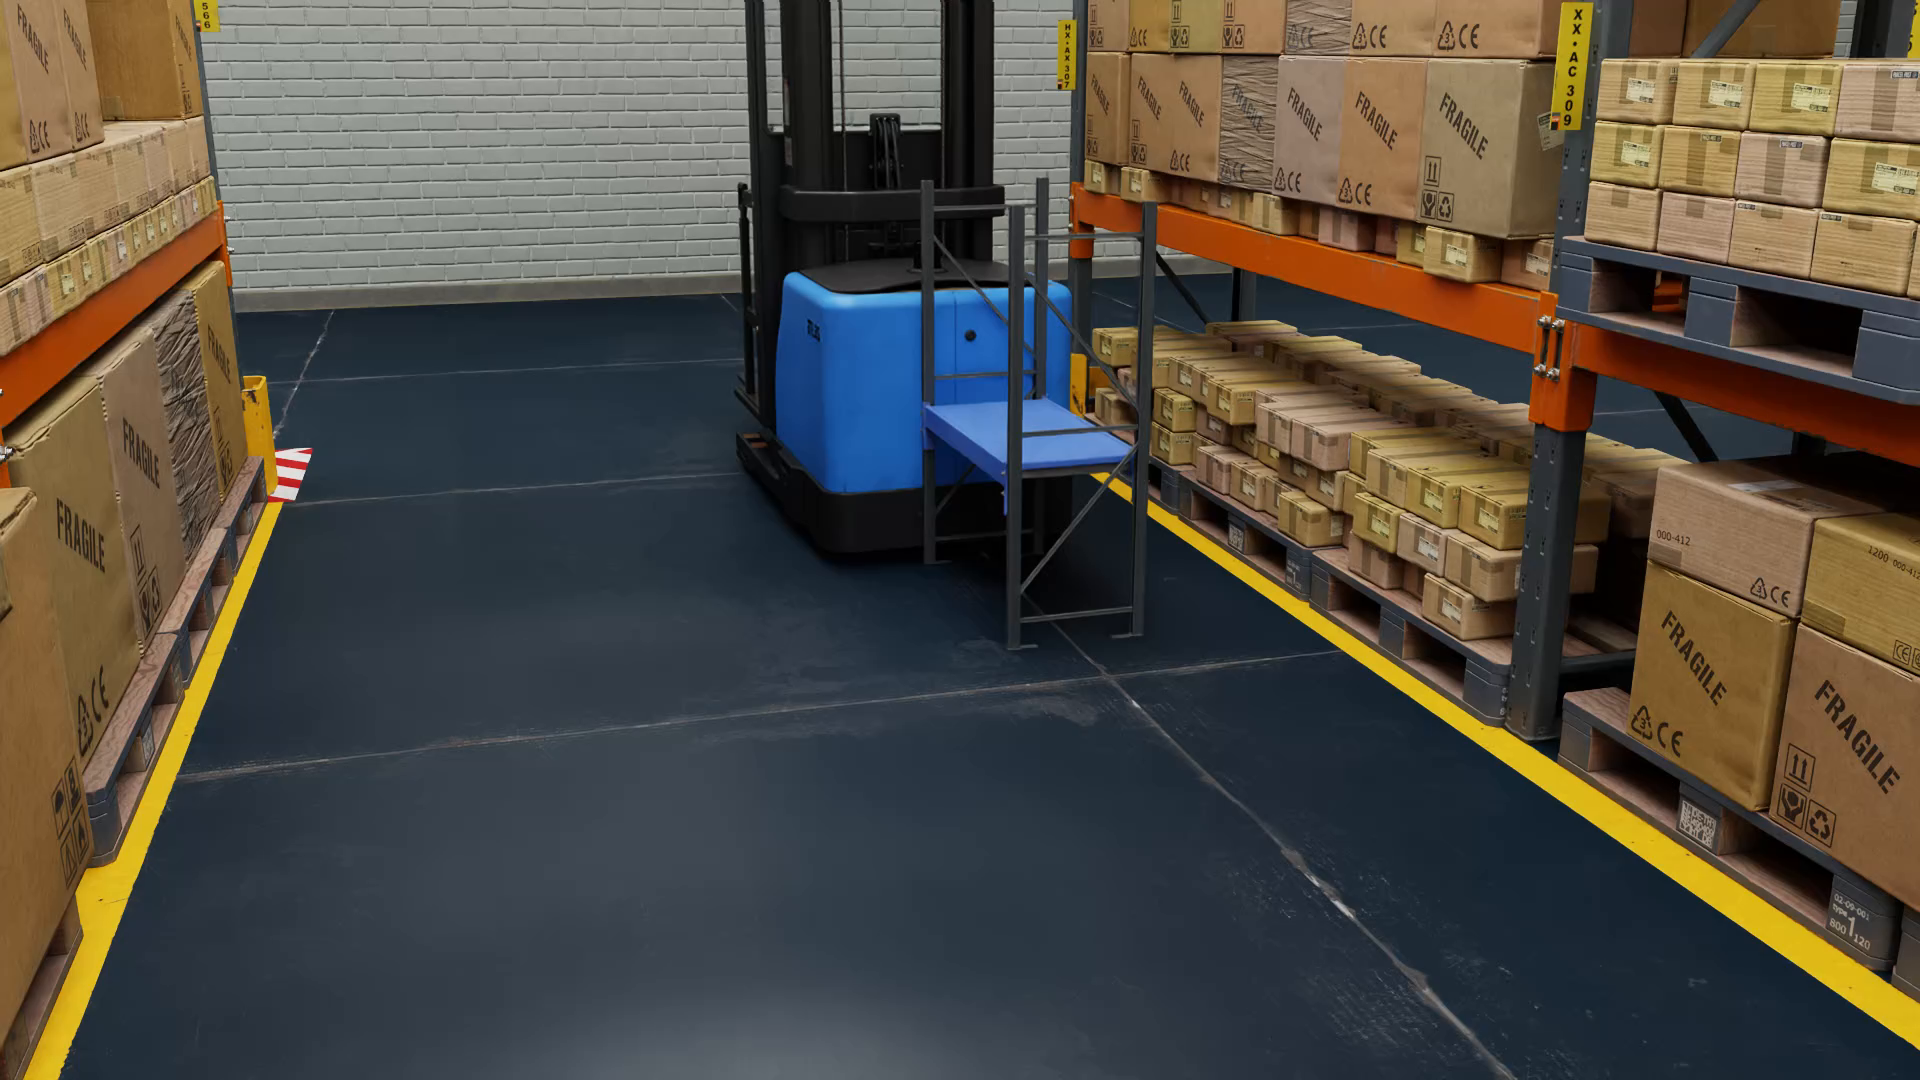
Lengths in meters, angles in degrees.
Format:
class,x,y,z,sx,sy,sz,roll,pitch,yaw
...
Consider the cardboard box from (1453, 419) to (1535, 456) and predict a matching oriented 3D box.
class,x,y,z,sx,sy,sz,roll,pitch,yaw
cardboard box,2.021,-0.336,6.047,0.380,0.149,0.250,-5,17,-17

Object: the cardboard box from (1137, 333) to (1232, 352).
class,x,y,z,sx,sy,sz,roll,pitch,yaw
cardboard box,1.055,-0.875,7.841,0.380,0.149,0.250,-4,17,-14

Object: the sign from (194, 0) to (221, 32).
class,x,y,z,sx,sy,sz,roll,pitch,yaw
sign,-3.225,-2.335,7.088,0.100,0.325,0.005,-5,17,-15

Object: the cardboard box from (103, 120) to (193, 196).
class,x,y,z,sx,sy,sz,roll,pitch,yaw
cardboard box,-3.224,-1.446,6.294,0.500,0.250,0.500,-5,17,-16

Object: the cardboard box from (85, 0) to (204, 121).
class,x,y,z,sx,sy,sz,roll,pitch,yaw
cardboard box,-3.364,-1.944,6.650,0.500,0.500,0.500,-4,17,-15

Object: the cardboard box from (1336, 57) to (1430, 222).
class,x,y,z,sx,sy,sz,roll,pitch,yaw
cardboard box,1.599,-1.332,5.480,0.500,0.500,0.500,-5,17,-17

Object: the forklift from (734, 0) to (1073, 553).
class,x,y,z,sx,sy,sz,roll,pitch,yaw
forklift,-0.464,-1.737,7.640,1.130,2.935,3.031,-5,17,-17

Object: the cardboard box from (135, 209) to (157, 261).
class,x,y,z,sx,sy,sz,roll,pitch,yaw
cardboard box,-2.916,-1.013,5.546,0.380,0.149,0.250,-4,17,-14

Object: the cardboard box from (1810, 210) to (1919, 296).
class,x,y,z,sx,sy,sz,roll,pitch,yaw
cardboard box,2.026,-0.606,3.464,0.380,0.149,0.250,-5,17,-15

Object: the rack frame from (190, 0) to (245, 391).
class,x,y,z,sx,sy,sz,roll,pitch,yaw
rack frame,-3.751,-1.628,7.159,1.000,3.000,0.127,-5,17,-15

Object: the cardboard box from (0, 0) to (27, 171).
class,x,y,z,sx,sy,sz,roll,pitch,yaw
cardboard box,-2.537,-1.104,3.855,0.500,0.500,0.500,-5,17,-15

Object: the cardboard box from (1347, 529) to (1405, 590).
class,x,y,z,sx,sy,sz,roll,pitch,yaw
cardboard box,1.584,0.050,5.797,0.380,0.149,0.250,-5,18,-17

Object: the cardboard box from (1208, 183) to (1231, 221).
class,x,y,z,sx,sy,sz,roll,pitch,yaw
cardboard box,1.247,-1.403,6.844,0.380,0.149,0.250,-5,17,-16

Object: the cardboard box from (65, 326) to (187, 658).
class,x,y,z,sx,sy,sz,roll,pitch,yaw
cardboard box,-3.003,-0.143,5.178,0.875,0.875,0.875,-5,17,-15

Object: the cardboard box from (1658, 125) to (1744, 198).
class,x,y,z,sx,sy,sz,roll,pitch,yaw
cardboard box,1.884,-0.893,3.899,0.380,0.149,0.250,-5,17,-16

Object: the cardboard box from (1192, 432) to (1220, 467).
class,x,y,z,sx,sy,sz,roll,pitch,yaw
cardboard box,1.234,-0.382,7.234,0.380,0.149,0.250,-5,17,-15

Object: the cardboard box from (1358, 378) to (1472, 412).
class,x,y,z,sx,sy,sz,roll,pitch,yaw
cardboard box,1.845,-0.553,6.770,0.380,0.149,0.250,-5,17,-15

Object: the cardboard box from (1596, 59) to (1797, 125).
class,x,y,z,sx,sy,sz,roll,pitch,yaw
cardboard box,1.811,-1.107,4.094,0.380,0.149,0.250,-4,17,-12

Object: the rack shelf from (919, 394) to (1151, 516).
class,x,y,z,sx,sy,sz,roll,pitch,yaw
rack shelf,0.247,-0.328,6.064,0.538,0.185,1.000,-5,17,-17

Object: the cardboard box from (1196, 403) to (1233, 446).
class,x,y,z,sx,sy,sz,roll,pitch,yaw
cardboard box,1.247,-0.519,7.175,0.380,0.149,0.250,-6,18,-18

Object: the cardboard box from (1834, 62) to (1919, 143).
class,x,y,z,sx,sy,sz,roll,pitch,yaw
cardboard box,2.028,-0.890,3.372,0.380,0.149,0.250,-5,17,-16

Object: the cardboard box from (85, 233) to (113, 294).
class,x,y,z,sx,sy,sz,roll,pitch,yaw
cardboard box,-2.703,-0.799,4.833,0.380,0.149,0.250,-5,17,-16

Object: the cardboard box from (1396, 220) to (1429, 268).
class,x,y,z,sx,sy,sz,roll,pitch,yaw
cardboard box,1.650,-0.968,5.396,0.380,0.149,0.250,-4,17,-13

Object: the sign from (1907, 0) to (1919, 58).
class,x,y,z,sx,sy,sz,roll,pitch,yaw
sign,2.678,-1.486,4.671,0.100,0.325,0.005,-5,17,-15

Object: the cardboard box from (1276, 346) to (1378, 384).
class,x,y,z,sx,sy,sz,roll,pitch,yaw
cardboard box,1.652,-0.775,7.508,0.380,0.149,0.250,-5,18,-17

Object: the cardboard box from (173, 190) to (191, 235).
class,x,y,z,sx,sy,sz,roll,pitch,yaw
cardboard box,-3.127,-1.225,6.252,0.380,0.149,0.250,-4,17,-14

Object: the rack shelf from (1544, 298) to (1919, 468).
class,x,y,z,sx,sy,sz,roll,pitch,yaw
rack shelf,2.695,0.012,2.950,1.077,0.370,4.000,-5,17,-15

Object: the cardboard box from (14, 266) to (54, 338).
class,x,y,z,sx,sy,sz,roll,pitch,yaw
cardboard box,-2.485,-0.582,4.114,0.380,0.149,0.250,-5,18,-17

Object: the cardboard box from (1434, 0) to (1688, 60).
class,x,y,z,sx,sy,sz,roll,pitch,yaw
cardboard box,1.756,-1.664,4.849,0.500,0.500,0.500,-5,18,-17

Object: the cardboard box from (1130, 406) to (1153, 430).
class,x,y,z,sx,sy,sz,roll,pitch,yaw
cardboard box,1.033,-0.592,7.935,0.380,0.149,0.250,-5,17,-15

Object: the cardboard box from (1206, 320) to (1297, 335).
class,x,y,z,sx,sy,sz,roll,pitch,yaw
cardboard box,1.435,-0.987,8.215,0.380,0.149,0.250,-4,17,-15

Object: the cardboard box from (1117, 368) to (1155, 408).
class,x,y,z,sx,sy,sz,roll,pitch,yaw
cardboard box,0.964,-0.725,7.861,0.380,0.149,0.250,-5,17,-16

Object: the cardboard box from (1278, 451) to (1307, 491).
class,x,y,z,sx,sy,sz,roll,pitch,yaw
cardboard box,1.458,-0.295,6.428,0.380,0.149,0.250,-6,18,-18

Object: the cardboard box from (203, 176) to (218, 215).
class,x,y,z,sx,sy,sz,roll,pitch,yaw
cardboard box,-3.336,-1.436,6.954,0.380,0.149,0.250,-4,17,-14

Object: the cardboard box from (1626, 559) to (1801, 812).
class,x,y,z,sx,sy,sz,roll,pitch,yaw
cardboard box,2.093,0.335,4.237,0.500,0.500,0.500,-4,17,-13

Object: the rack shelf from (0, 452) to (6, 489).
class,x,y,z,sx,sy,sz,roll,pitch,yaw
rack shelf,-2.102,0.376,1.737,1.077,0.370,4.000,-5,17,-15

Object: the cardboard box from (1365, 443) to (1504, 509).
class,x,y,z,sx,sy,sz,roll,pitch,yaw
cardboard box,1.614,-0.220,5.663,0.380,0.149,0.250,-5,17,-16

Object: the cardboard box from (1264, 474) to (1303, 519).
class,x,y,z,sx,sy,sz,roll,pitch,yaw
cardboard box,1.418,-0.167,6.520,0.380,0.149,0.250,-4,17,-14

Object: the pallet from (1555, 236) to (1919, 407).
class,x,y,z,sx,sy,sz,roll,pitch,yaw
pallet,2.215,-0.571,3.974,1.003,0.211,1.213,-5,17,-15

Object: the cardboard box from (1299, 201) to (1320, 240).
class,x,y,z,sx,sy,sz,roll,pitch,yaw
cardboard box,1.481,-1.188,6.131,0.380,0.149,0.250,-5,17,-16

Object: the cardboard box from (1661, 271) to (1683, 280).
class,x,y,z,sx,sy,sz,roll,pitch,yaw
cardboard box,2.382,-0.870,5.071,0.380,0.149,0.250,-4,17,-13

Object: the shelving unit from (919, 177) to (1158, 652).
class,x,y,z,sx,sy,sz,roll,pitch,yaw
shelving unit,0.247,-0.501,6.012,0.538,1.500,1.048,-5,17,-17

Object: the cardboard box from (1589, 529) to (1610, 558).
class,x,y,z,sx,sy,sz,roll,pitch,yaw
cardboard box,2.197,-0.053,5.622,0.380,0.149,0.250,-5,17,-15

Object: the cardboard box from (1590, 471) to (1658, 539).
class,x,y,z,sx,sy,sz,roll,pitch,yaw
cardboard box,2.250,-0.119,5.324,0.380,0.149,0.250,-4,17,-13

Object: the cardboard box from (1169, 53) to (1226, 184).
class,x,y,z,sx,sy,sz,roll,pitch,yaw
cardboard box,1.198,-1.754,6.888,0.500,0.500,0.500,-4,17,-15

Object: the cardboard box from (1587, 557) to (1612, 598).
class,x,y,z,sx,sy,sz,roll,pitch,yaw
cardboard box,2.281,0.078,5.703,0.380,0.149,0.250,-4,17,-14

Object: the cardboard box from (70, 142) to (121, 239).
class,x,y,z,sx,sy,sz,roll,pitch,yaw
cardboard box,-2.808,-1.024,4.891,0.500,0.250,0.500,-4,17,-14

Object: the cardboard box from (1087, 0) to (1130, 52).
class,x,y,z,sx,sy,sz,roll,pitch,yaw
cardboard box,0.914,-2.517,7.687,0.500,0.500,0.500,-5,17,-16

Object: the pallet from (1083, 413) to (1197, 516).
class,x,y,z,sx,sy,sz,roll,pitch,yaw
pallet,1.256,-0.409,7.945,1.003,0.211,1.213,-5,17,-15

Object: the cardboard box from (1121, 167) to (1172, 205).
class,x,y,z,sx,sy,sz,roll,pitch,yaw
cardboard box,0.952,-1.611,7.538,0.380,0.149,0.250,-5,17,-17

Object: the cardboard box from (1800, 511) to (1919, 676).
class,x,y,z,sx,sy,sz,roll,pitch,yaw
cardboard box,2.243,0.123,3.640,0.500,0.250,0.500,-4,17,-14

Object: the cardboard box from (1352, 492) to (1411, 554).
class,x,y,z,sx,sy,sz,roll,pitch,yaw
cardboard box,1.576,-0.073,5.689,0.380,0.149,0.250,-5,18,-17

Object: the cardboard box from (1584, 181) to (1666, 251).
class,x,y,z,sx,sy,sz,roll,pitch,yaw
cardboard box,1.811,-0.822,4.180,0.380,0.149,0.250,-6,18,-18

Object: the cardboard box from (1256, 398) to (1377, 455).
class,x,y,z,sx,sy,sz,roll,pitch,yaw
cardboard box,1.368,-0.440,6.393,0.380,0.149,0.250,-5,18,-17

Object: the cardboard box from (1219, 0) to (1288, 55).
class,x,y,z,sx,sy,sz,roll,pitch,yaw
cardboard box,1.324,-2.091,6.271,0.500,0.500,0.500,-5,18,-17

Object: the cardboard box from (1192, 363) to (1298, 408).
class,x,y,z,sx,sy,sz,roll,pitch,yaw
cardboard box,1.216,-0.655,7.111,0.380,0.149,0.250,-4,17,-13

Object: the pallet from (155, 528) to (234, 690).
class,x,y,z,sx,sy,sz,roll,pitch,yaw
pallet,-3.124,0.259,5.723,1.003,0.211,1.213,-5,17,-15
